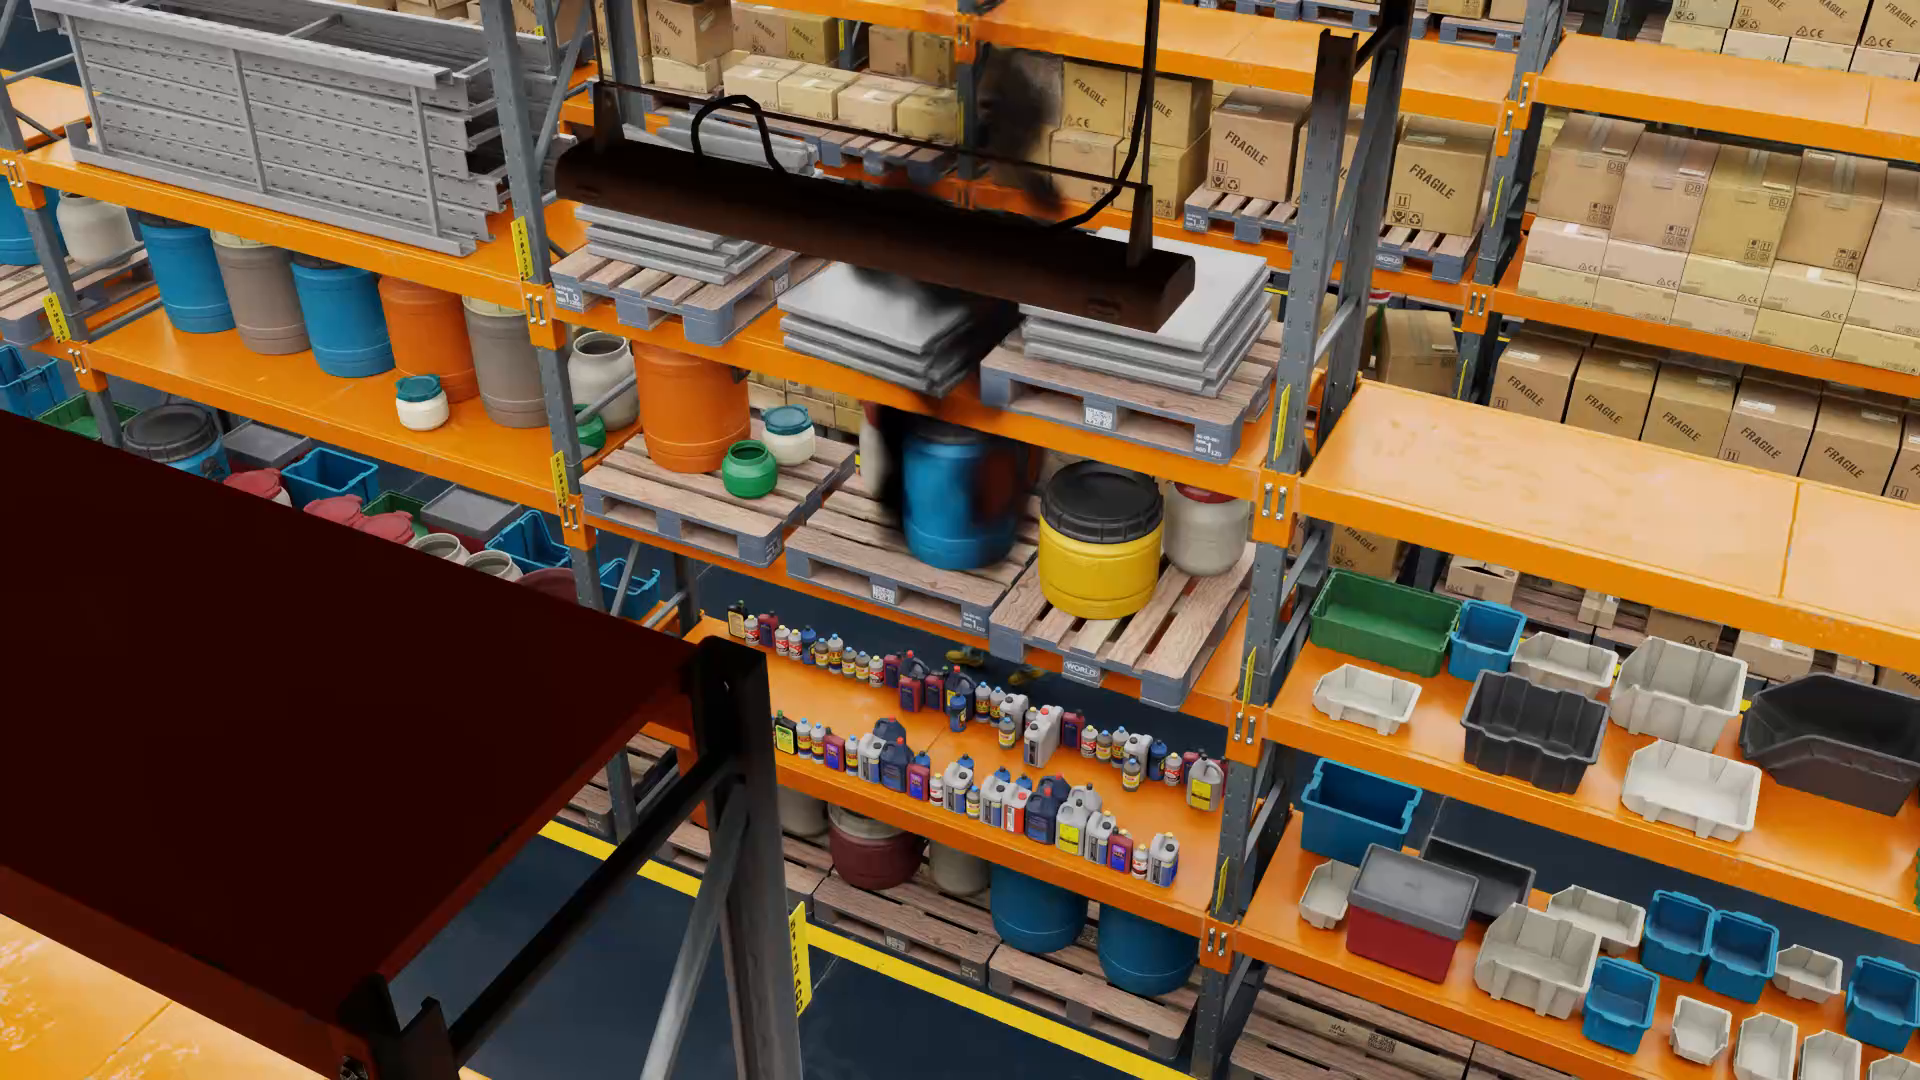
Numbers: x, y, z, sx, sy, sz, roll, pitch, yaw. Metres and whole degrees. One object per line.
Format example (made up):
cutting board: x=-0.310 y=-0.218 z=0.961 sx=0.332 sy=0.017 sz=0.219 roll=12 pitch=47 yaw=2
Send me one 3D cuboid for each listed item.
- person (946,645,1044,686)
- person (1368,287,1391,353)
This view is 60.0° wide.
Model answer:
person: x=0.259 y=0.279 z=11.931 sx=0.853 sy=1.775 sz=0.698 roll=16 pitch=38 yaw=21
person: x=3.851 y=-2.225 z=15.464 sx=0.843 sy=1.838 sz=0.656 roll=11 pitch=36 yaw=15
